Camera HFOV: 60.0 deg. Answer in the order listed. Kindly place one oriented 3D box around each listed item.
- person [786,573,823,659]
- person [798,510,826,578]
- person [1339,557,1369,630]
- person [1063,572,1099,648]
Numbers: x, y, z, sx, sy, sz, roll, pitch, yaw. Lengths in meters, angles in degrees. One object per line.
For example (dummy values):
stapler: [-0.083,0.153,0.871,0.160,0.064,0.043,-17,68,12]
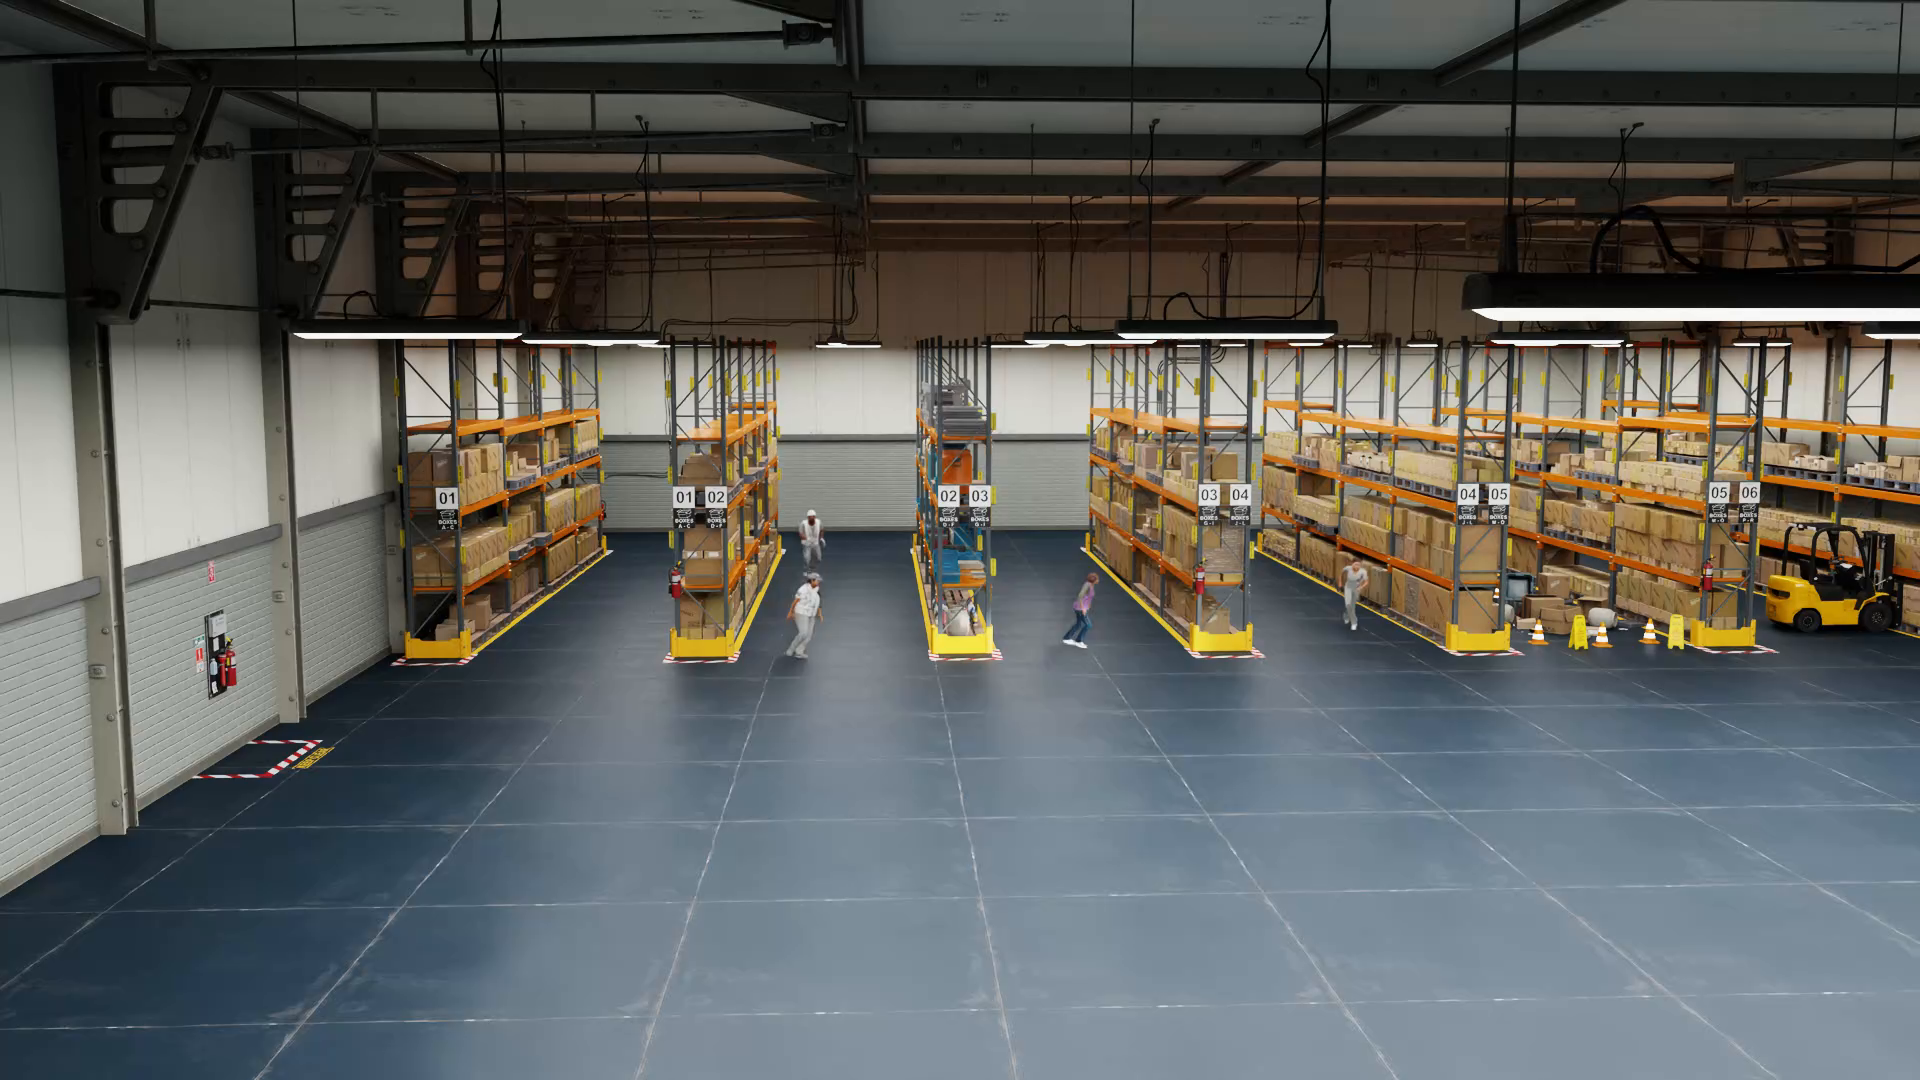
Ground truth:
person: [-2.867,1.413,30.984,0.593,1.625,0.649,5,8,37]
person: [-3.519,0.116,39.586,0.702,1.685,0.745,-3,7,-23]
person: [8.121,1.056,34.378,0.573,1.511,1.028,1,7,8]
person: [2.325,1.344,32.116,0.736,1.478,0.578,2,7,14]
